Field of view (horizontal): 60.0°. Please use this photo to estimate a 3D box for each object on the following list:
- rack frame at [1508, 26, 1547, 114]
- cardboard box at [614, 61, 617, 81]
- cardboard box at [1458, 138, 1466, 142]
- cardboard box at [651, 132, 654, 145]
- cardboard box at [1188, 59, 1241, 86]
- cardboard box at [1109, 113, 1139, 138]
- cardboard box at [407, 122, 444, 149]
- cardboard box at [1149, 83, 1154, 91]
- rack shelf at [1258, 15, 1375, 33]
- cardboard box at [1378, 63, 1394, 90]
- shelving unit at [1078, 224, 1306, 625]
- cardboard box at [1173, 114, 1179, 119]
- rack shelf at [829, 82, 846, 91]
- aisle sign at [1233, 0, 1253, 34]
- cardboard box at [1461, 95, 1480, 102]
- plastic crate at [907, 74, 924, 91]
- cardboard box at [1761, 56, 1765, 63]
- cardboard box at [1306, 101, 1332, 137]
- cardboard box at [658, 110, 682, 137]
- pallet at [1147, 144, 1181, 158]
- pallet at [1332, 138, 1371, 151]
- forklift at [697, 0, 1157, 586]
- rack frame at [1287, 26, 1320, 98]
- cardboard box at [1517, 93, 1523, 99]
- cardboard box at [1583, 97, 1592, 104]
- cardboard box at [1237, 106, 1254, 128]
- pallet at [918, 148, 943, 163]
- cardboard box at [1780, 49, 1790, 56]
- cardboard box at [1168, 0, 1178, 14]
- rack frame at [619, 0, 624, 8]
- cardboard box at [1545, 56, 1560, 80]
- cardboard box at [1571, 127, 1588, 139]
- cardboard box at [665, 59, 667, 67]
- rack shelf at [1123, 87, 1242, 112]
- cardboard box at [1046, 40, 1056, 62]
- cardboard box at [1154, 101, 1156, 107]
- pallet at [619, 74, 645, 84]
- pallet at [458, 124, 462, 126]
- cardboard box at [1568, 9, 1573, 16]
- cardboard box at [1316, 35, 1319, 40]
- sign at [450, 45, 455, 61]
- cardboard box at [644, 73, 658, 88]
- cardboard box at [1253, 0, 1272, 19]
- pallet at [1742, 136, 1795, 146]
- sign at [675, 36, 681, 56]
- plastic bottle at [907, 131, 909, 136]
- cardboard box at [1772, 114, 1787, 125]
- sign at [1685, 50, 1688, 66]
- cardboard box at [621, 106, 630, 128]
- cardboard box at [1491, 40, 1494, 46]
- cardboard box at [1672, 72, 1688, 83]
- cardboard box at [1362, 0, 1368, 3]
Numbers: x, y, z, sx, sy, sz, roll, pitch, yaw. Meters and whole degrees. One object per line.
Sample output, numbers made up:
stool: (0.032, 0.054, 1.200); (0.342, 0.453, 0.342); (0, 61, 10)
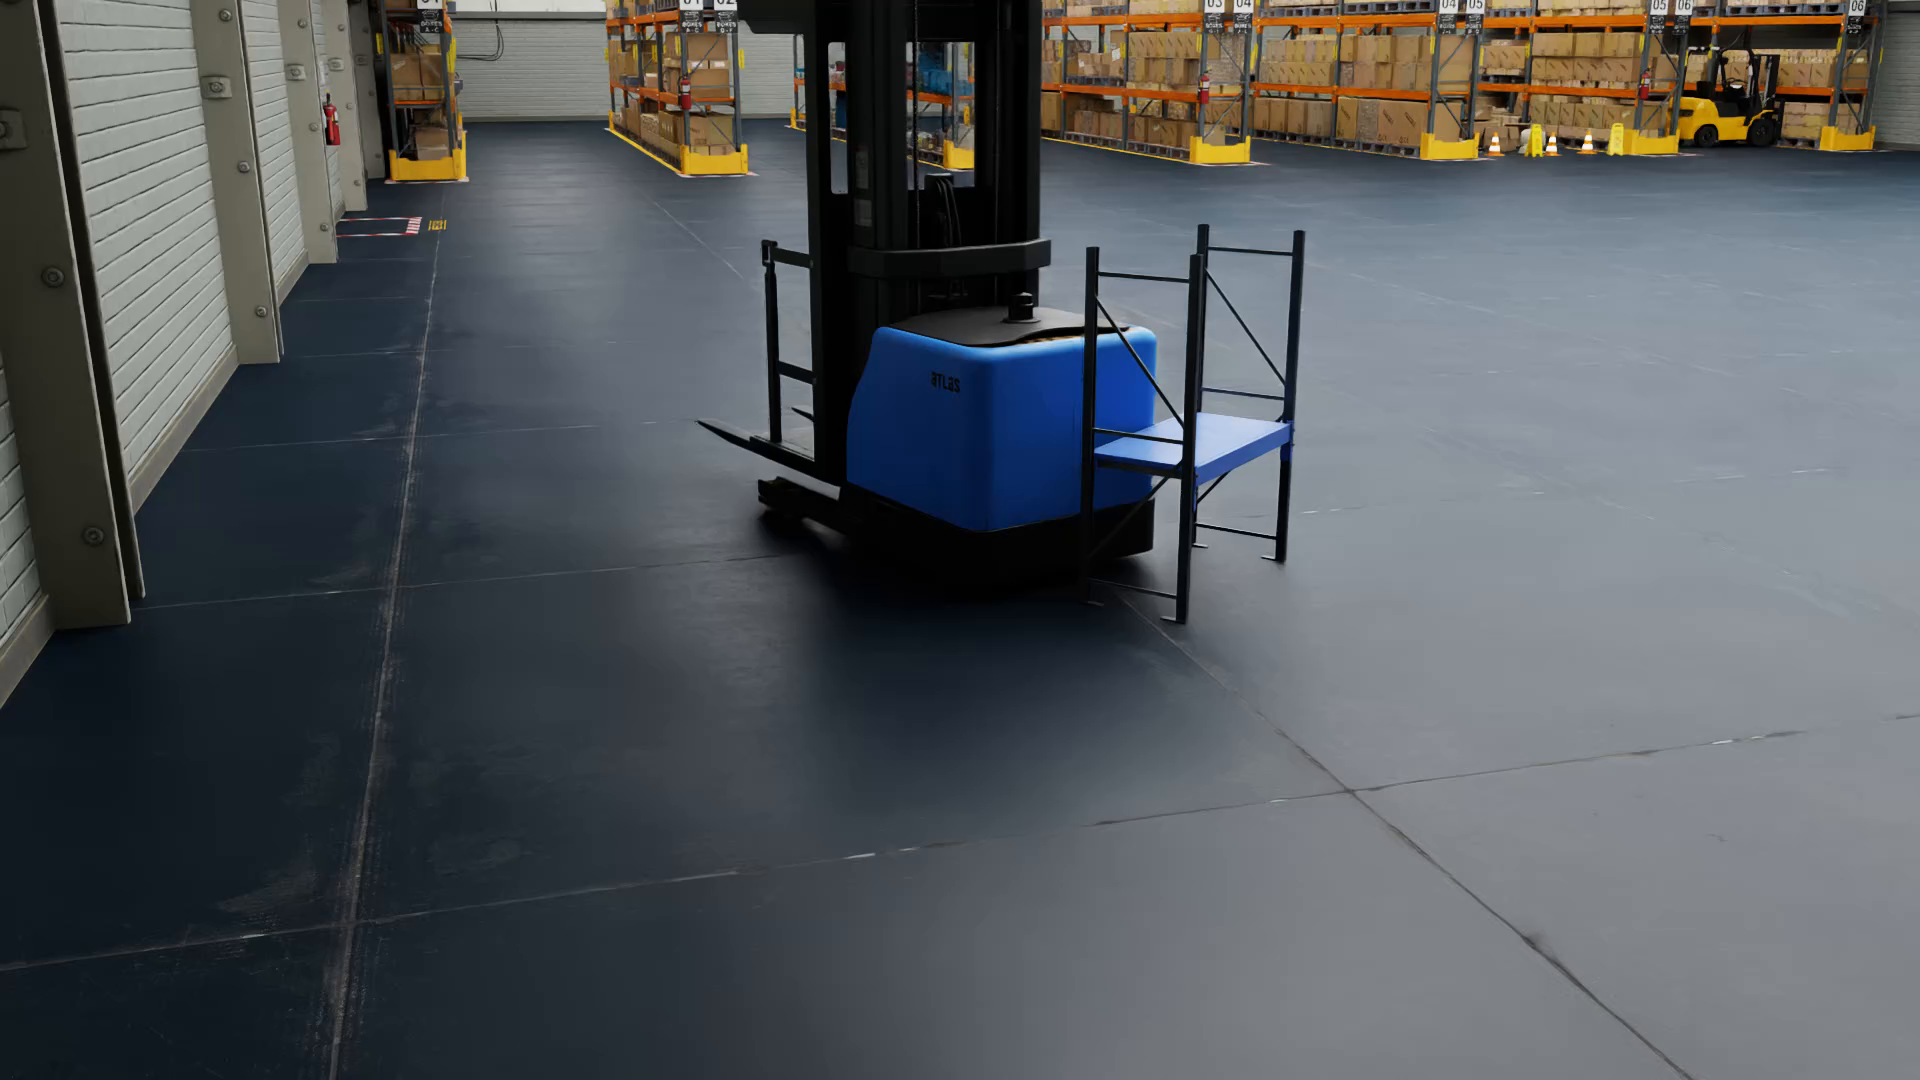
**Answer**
rack frame: (16.110, -13.321, 47.085); (1.000, 3.000, 0.127); (-5, 17, -15)
cardboard box: (-8.529, -11.953, 42.356); (0.500, 0.500, 0.500); (-4, 17, -15)
cardboard box: (11.049, -8.656, 36.307); (0.396, 0.266, 0.258); (-2, 17, -6)
cardboard box: (-6.188, -8.407, 34.774); (0.500, 0.250, 0.500); (-4, 17, -14)
cardboard box: (4.983, -9.169, 32.573); (0.875, 0.500, 0.500); (-5, 17, -15)
cardboard box: (3.748, -9.250, 37.111); (0.700, 0.500, 0.500); (-5, 17, -16)
cardboard box: (-10.688, -8.111, 33.321); (0.700, 0.500, 0.500); (-5, 17, -16)
cardboard box: (4.146, -9.384, 34.414); (0.380, 0.149, 0.250); (-5, 17, -15)
rack shelf: (8.256, -11.941, 38.526); (1.077, 0.370, 4.000); (-5, 17, -15)
cardboard box: (9.368, -9.818, 35.163); (0.875, 0.550, 0.500); (-5, 17, -15)
shelving unit: (1.001, -0.537, 7.134); (0.538, 1.500, 1.048); (11, 20, 32)
cardboard box: (6.046, -11.572, 45.488); (0.380, 0.149, 0.250); (-5, 18, -17)
rack shelf: (-2.403, -10.855, 40.125); (1.077, 0.370, 4.000); (-5, 17, -15)
aisle sign: (5.413, -10.076, 31.764); (0.394, 0.787, 0.004); (-5, 17, -15)
cardboard box: (15.285, -13.015, 49.682); (0.700, 0.500, 0.500); (-4, 17, -13)
plastic crate: (-0.732, -9.355, 33.989); (0.767, 0.338, 0.504); (-5, 17, -15)
cardboard box: (18.467, -11.001, 38.061); (0.380, 0.149, 0.250); (-5, 18, -17)
cardboard box: (8.548, -9.584, 37.823); (1.050, 0.750, 0.750); (-5, 17, -16)
cardboard box: (-5.691, -8.239, 32.914); (0.500, 0.500, 0.500); (-5, 17, -15)
pallet: (4.566, -8.075, 34.466); (1.003, 0.211, 1.213); (-5, 17, -15)
pallet: (8.939, -8.743, 36.692); (1.003, 0.211, 1.213); (-5, 17, -15)
forklift: (-0.365, -1.571, 8.086); (1.130, 2.935, 3.031); (-11, 20, -33)
rack frame: (10.239, -14.034, 49.458); (1.000, 3.000, 0.127); (-5, 17, -15)
cardboard box: (15.953, -12.515, 46.890); (0.380, 0.149, 0.250); (-4, 17, -13)
cardboard box: (13.863, -9.602, 36.323); (0.380, 0.149, 0.250); (-4, 17, -13)
cardboard box: (7.274, -10.567, 41.532); (0.500, 0.500, 0.500); (-5, 17, -16)
pallet: (-0.270, -7.677, 33.142); (1.003, 0.211, 1.213); (-5, 17, -15)
cardboard box: (18.660, -10.930, 37.307); (0.380, 0.149, 0.250); (-4, 17, -14)
cardboard box: (4.458, -10.583, 33.017); (0.500, 0.250, 0.500); (-4, 17, -14)
rack frame: (-7.716, -14.235, 39.700); (1.000, 3.000, 0.127); (-5, 17, -15)
cardboard box: (13.550, -10.624, 37.416); (0.500, 0.500, 0.500); (-5, 17, -15)
cardboard box: (13.872, -8.983, 36.693); (0.500, 0.250, 0.500); (-5, 18, -17)
cardboard box: (-5.561, -9.349, 32.559); (0.380, 0.149, 0.250); (-4, 17, -14)
rack shelf: (4.558, -9.033, 34.061); (1.077, 0.370, 4.000); (-5, 17, -15)
cardboard box: (2.548, -11.950, 40.603); (0.797, 0.503, 0.637); (-4, 17, -14)
cardboard box: (5.677, -12.277, 46.802); (0.380, 0.149, 0.250); (-4, 17, -13)
pallet: (-7.601, -11.040, 39.826); (1.003, 0.211, 1.213); (-5, 17, -15)
pallet: (-13.282, -10.525, 42.624); (1.003, 0.211, 1.213); (-5, 17, -15)
cardboard box: (13.673, -11.641, 36.716); (0.380, 0.149, 0.250); (-5, 18, -17)
cardboard box: (10.413, -14.391, 47.608); (0.380, 0.149, 0.250); (-5, 17, -15)
sign: (-10.859, -10.425, 35.568); (0.100, 0.325, 0.005); (-5, 17, -15)
cardboard box: (-6.557, -9.950, 36.017); (0.500, 0.311, 0.500); (-5, 17, -16)
cardboard box: (7.305, -13.024, 40.709); (0.500, 0.500, 0.500); (-5, 17, -15)
pallet: (18.826, -9.211, 38.250); (1.003, 0.211, 1.213); (-5, 17, -15)
sign: (-4.944, -8.671, 29.182); (0.100, 0.325, 0.005); (-5, 17, -15)
plastic bottle: (-1.088, -8.321, 34.416); (0.097, 0.271, 0.097); (0, 17, 0)
cardboard box: (18.684, -9.516, 37.598); (0.500, 0.250, 0.500); (-5, 17, -17)
sign: (15.158, -10.066, 34.743); (0.100, 0.325, 0.005); (-5, 17, -15)
cardboard box: (-8.145, -10.511, 41.309); (0.500, 0.500, 0.500); (-5, 17, -15)
cardboard box: (13.159, -12.093, 40.448); (0.380, 0.149, 0.250); (-6, 18, -18)
cardboard box: (17.775, -11.294, 40.596); (0.500, 0.250, 0.500); (-5, 17, -16)
cardboard box: (8.787, -11.523, 35.418); (0.380, 0.149, 0.250); (-5, 17, -16)
